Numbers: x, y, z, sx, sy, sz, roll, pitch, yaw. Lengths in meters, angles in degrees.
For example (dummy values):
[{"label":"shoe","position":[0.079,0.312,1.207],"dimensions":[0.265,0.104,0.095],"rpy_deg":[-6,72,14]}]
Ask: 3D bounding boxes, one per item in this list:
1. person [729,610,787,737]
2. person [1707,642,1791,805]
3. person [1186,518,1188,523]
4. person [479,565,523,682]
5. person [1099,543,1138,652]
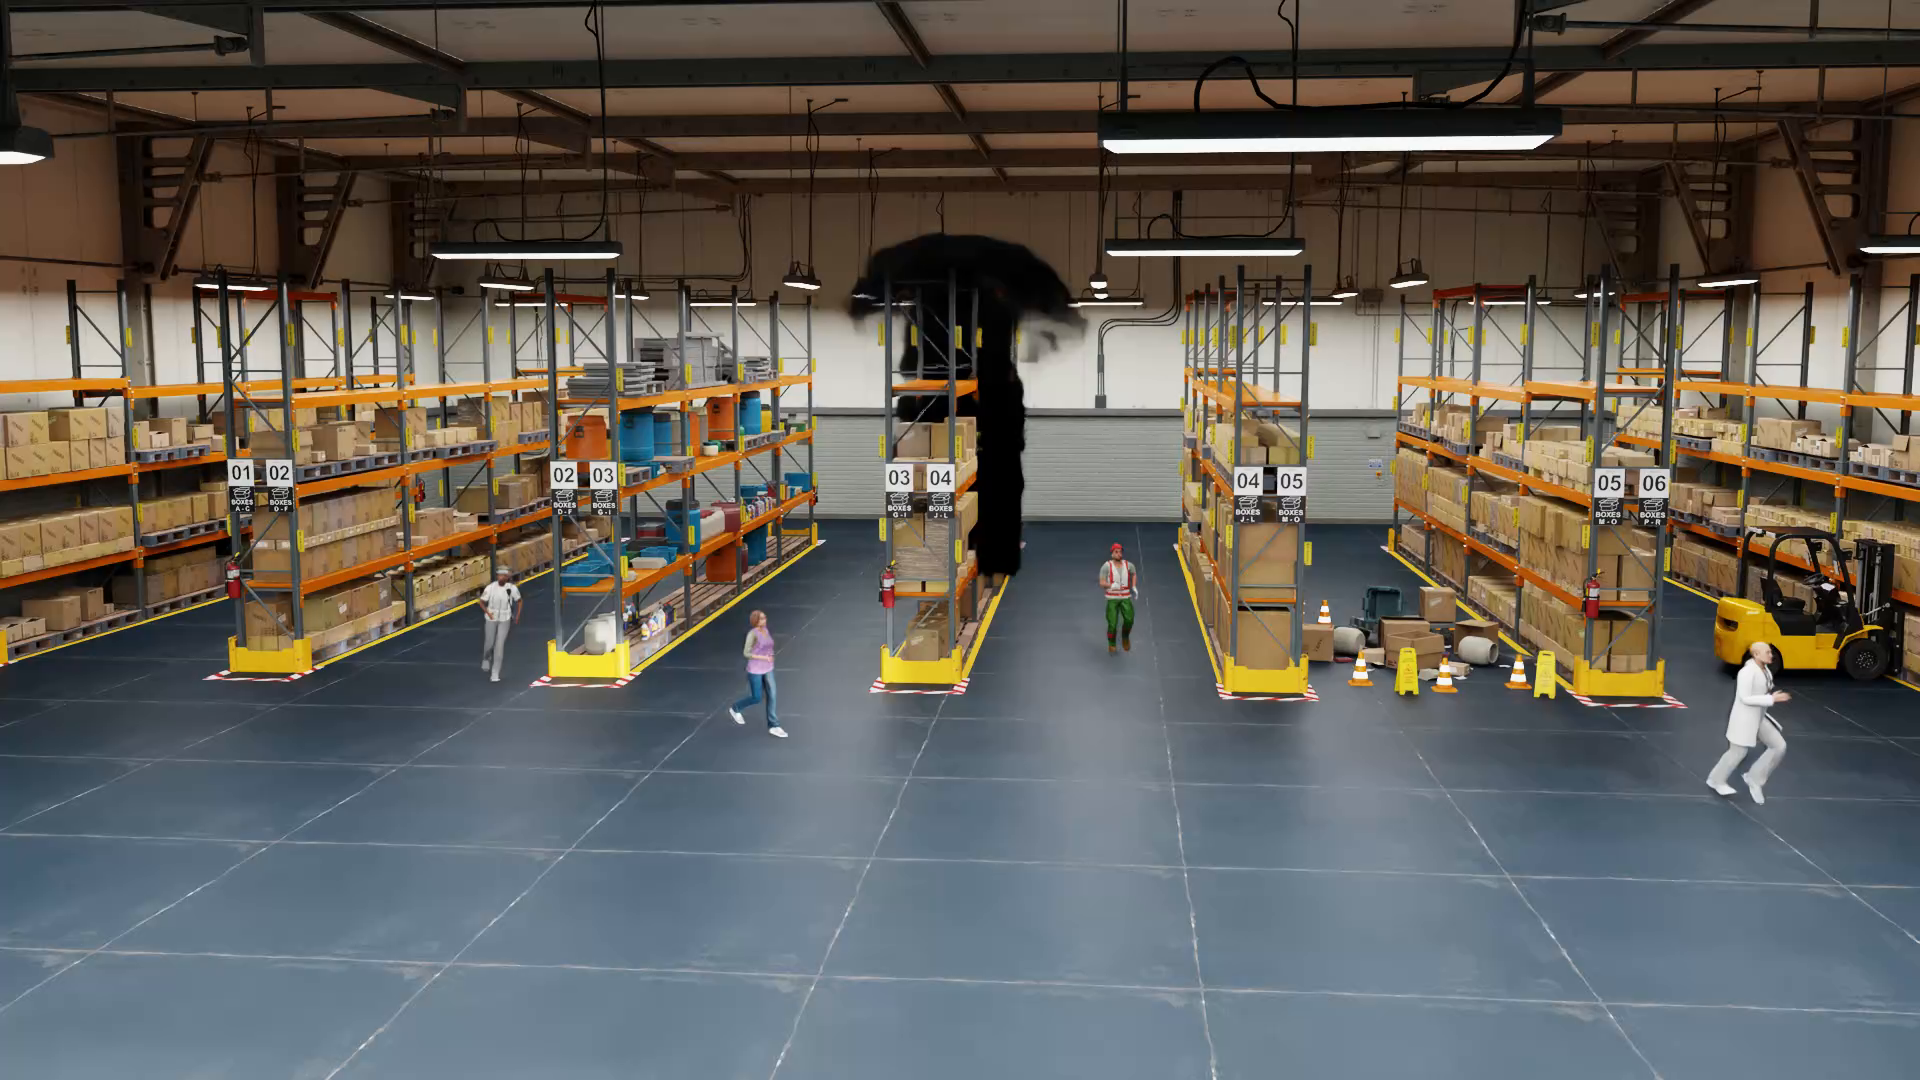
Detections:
[{"label":"person","position":[-2.545,1.667,20.970],"dimensions":[0.870,1.593,0.541],"rpy_deg":[4,8,32]},{"label":"person","position":[8.518,1.957,17.929],"dimensions":[0.751,1.781,0.893],"rpy_deg":[-5,9,-38]},{"label":"person","position":[5.793,-0.723,40.774],"dimensions":[0.515,1.598,0.660],"rpy_deg":[4,8,30]},{"label":"person","position":[-6.782,1.194,24.610],"dimensions":[0.627,1.678,0.788],"rpy_deg":[-2,7,-16]},{"label":"person","position":[2.527,0.935,26.301],"dimensions":[0.657,1.755,0.655],"rpy_deg":[-1,7,-8]}]
